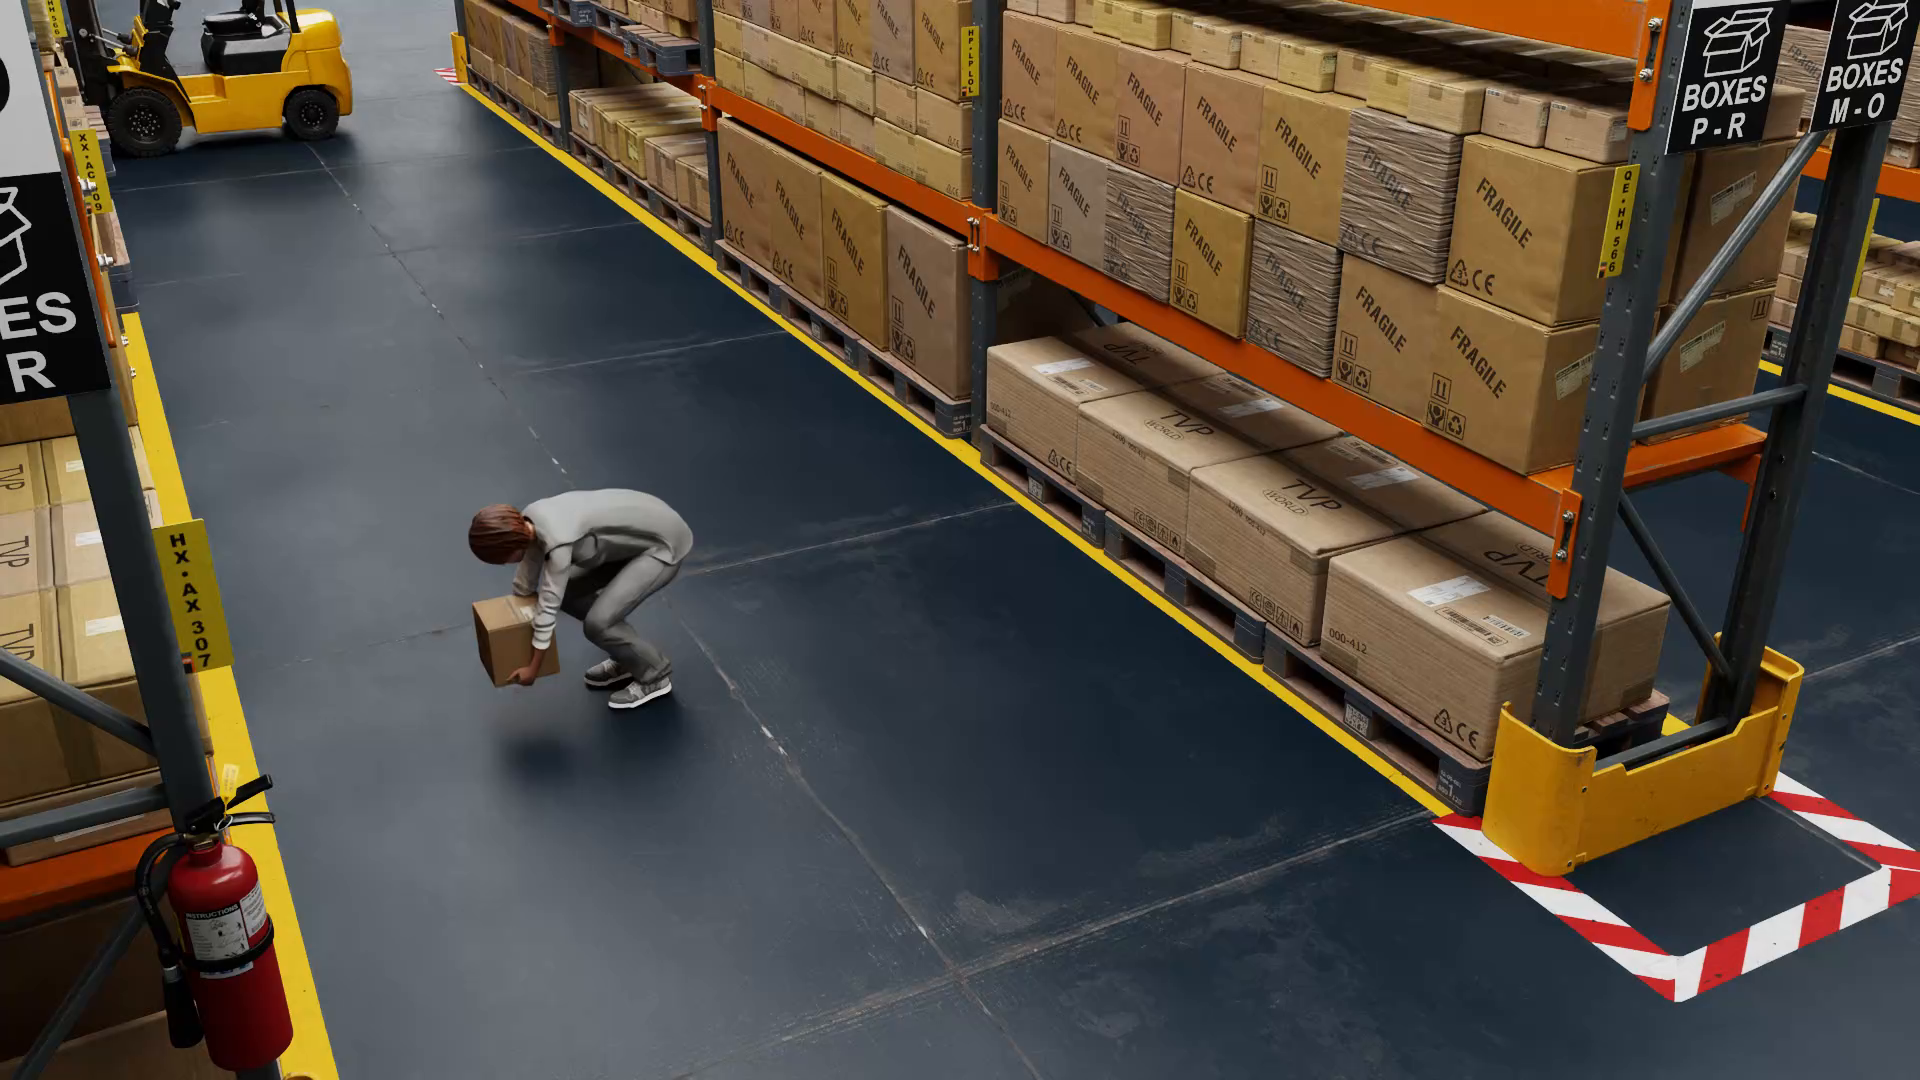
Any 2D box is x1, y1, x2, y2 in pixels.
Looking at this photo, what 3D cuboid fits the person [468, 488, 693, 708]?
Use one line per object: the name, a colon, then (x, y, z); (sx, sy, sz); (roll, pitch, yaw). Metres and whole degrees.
person: (-1.440, 0.219, 6.461); (0.854, 0.910, 0.428); (-14, 29, -27)
